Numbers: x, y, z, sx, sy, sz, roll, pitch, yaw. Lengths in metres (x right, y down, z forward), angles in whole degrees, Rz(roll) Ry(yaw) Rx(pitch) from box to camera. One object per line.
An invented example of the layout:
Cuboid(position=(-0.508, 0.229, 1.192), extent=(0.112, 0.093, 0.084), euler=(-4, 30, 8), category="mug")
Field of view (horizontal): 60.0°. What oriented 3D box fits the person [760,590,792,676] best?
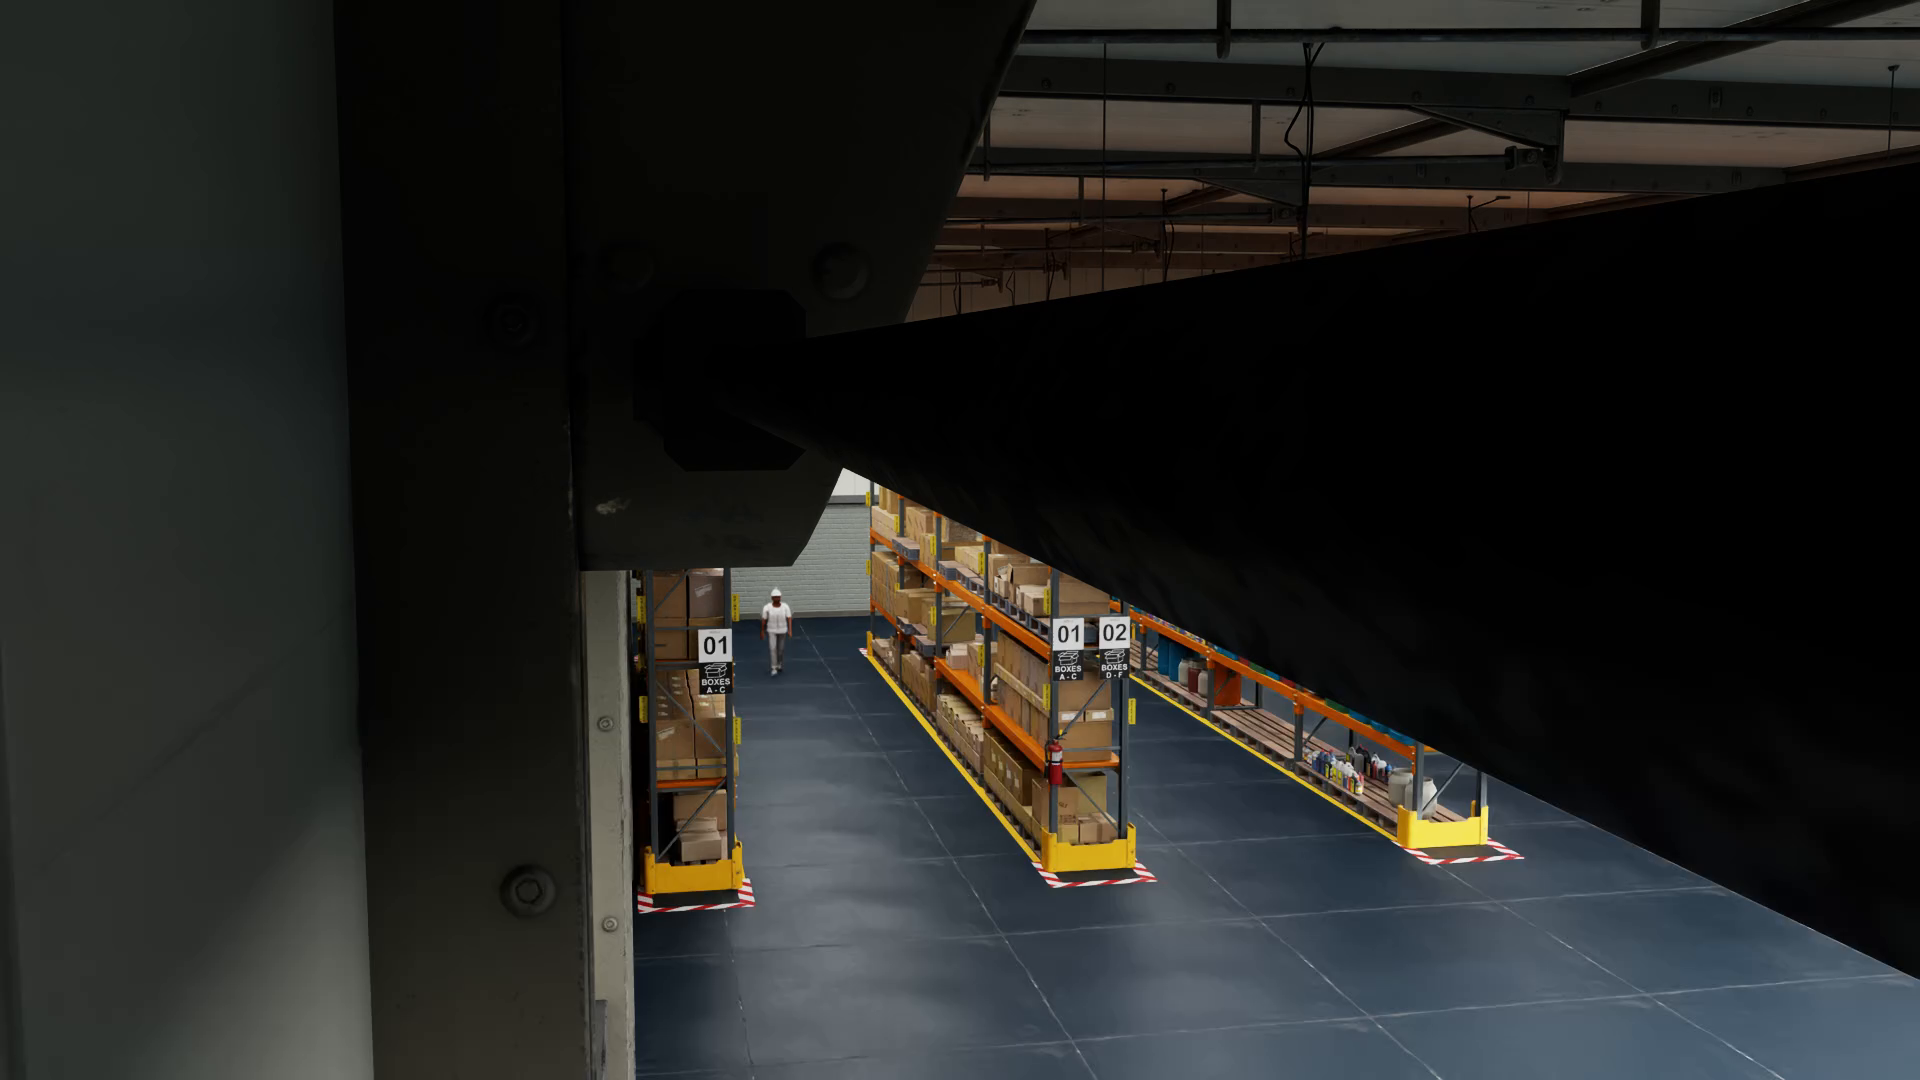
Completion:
Cuboid(position=(-3.761, 1.880, 34.219), extent=(0.630, 1.695, 1.067), euler=(-2, 6, -16), category="person")
